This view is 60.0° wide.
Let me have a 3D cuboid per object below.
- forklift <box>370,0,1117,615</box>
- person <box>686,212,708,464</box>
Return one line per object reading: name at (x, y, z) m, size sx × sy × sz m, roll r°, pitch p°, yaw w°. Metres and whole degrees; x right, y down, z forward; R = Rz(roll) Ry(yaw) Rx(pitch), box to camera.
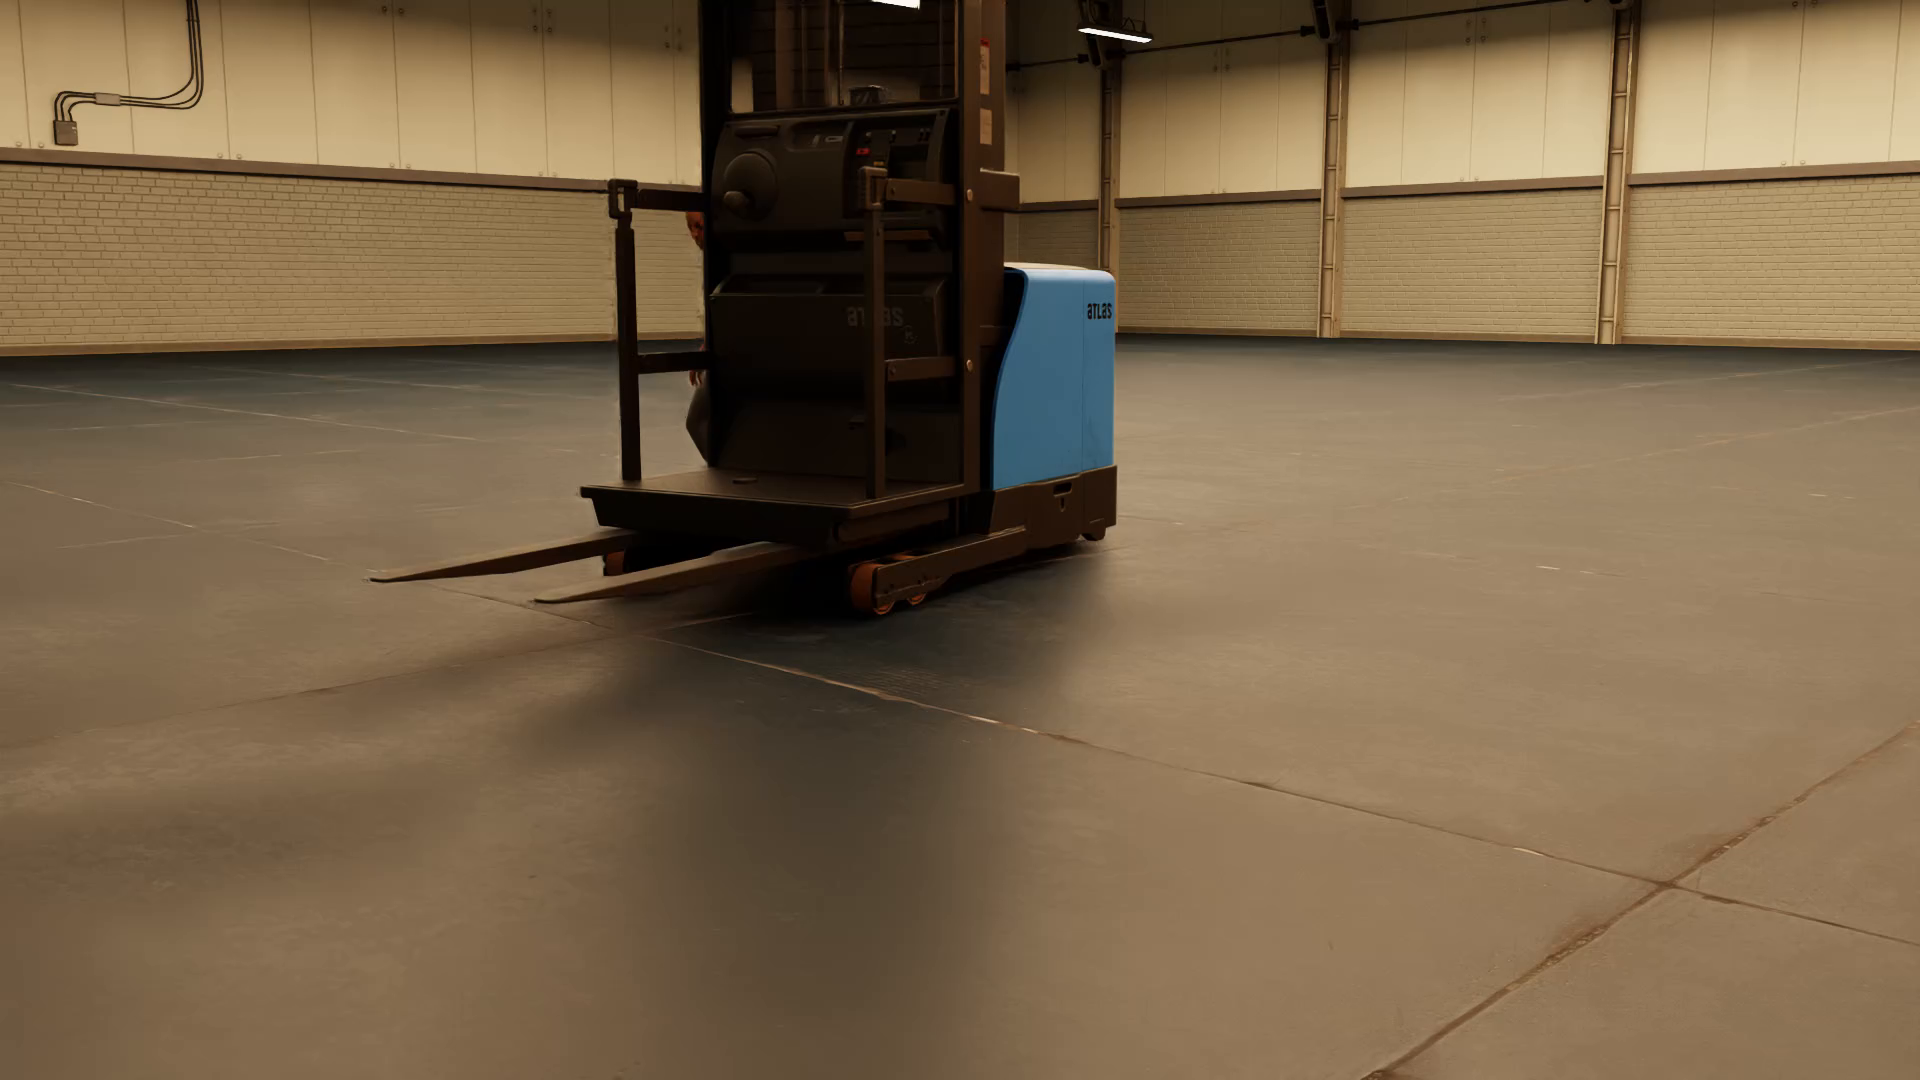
forklift at (-0.555, -1.293, 5.460) m, size 1.130 × 2.935 × 3.031 m, roll 5°, pitch 10°, yaw 30°
person at (-0.987, -0.868, 7.718) m, size 0.620 × 1.452 × 0.746 m, roll 4°, pitch 9°, yaw 25°
